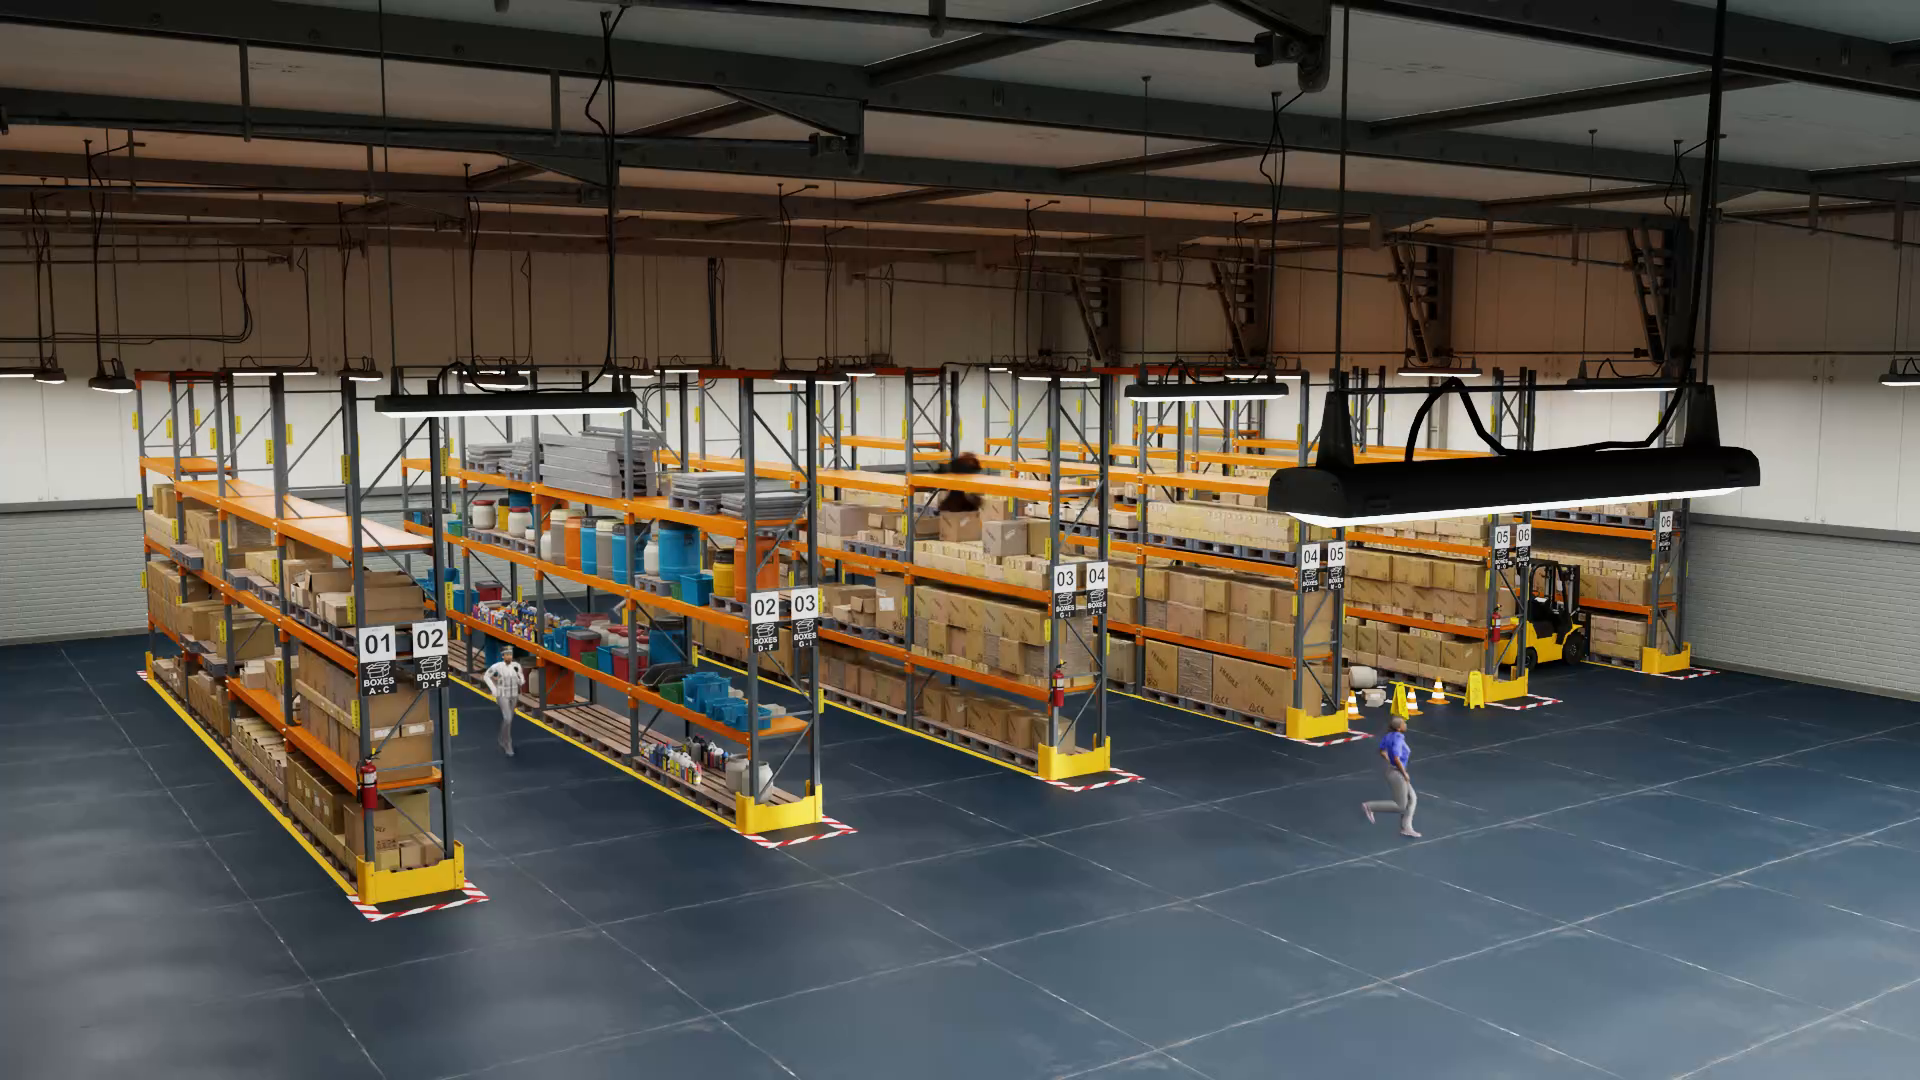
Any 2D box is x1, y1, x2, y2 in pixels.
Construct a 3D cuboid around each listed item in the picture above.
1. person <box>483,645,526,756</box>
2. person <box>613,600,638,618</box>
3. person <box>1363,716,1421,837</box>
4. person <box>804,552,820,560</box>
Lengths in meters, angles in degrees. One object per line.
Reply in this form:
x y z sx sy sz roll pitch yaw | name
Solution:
-7.179 2.526 26.384 0.593 1.754 0.741 -6 9 -43 | person
-7.758 1.074 39.143 0.864 1.734 0.651 -2 7 -20 | person
5.666 3.102 21.768 0.803 1.619 0.572 0 6 2 | person
-3.679 0.812 41.468 0.588 1.675 0.909 5 8 36 | person
